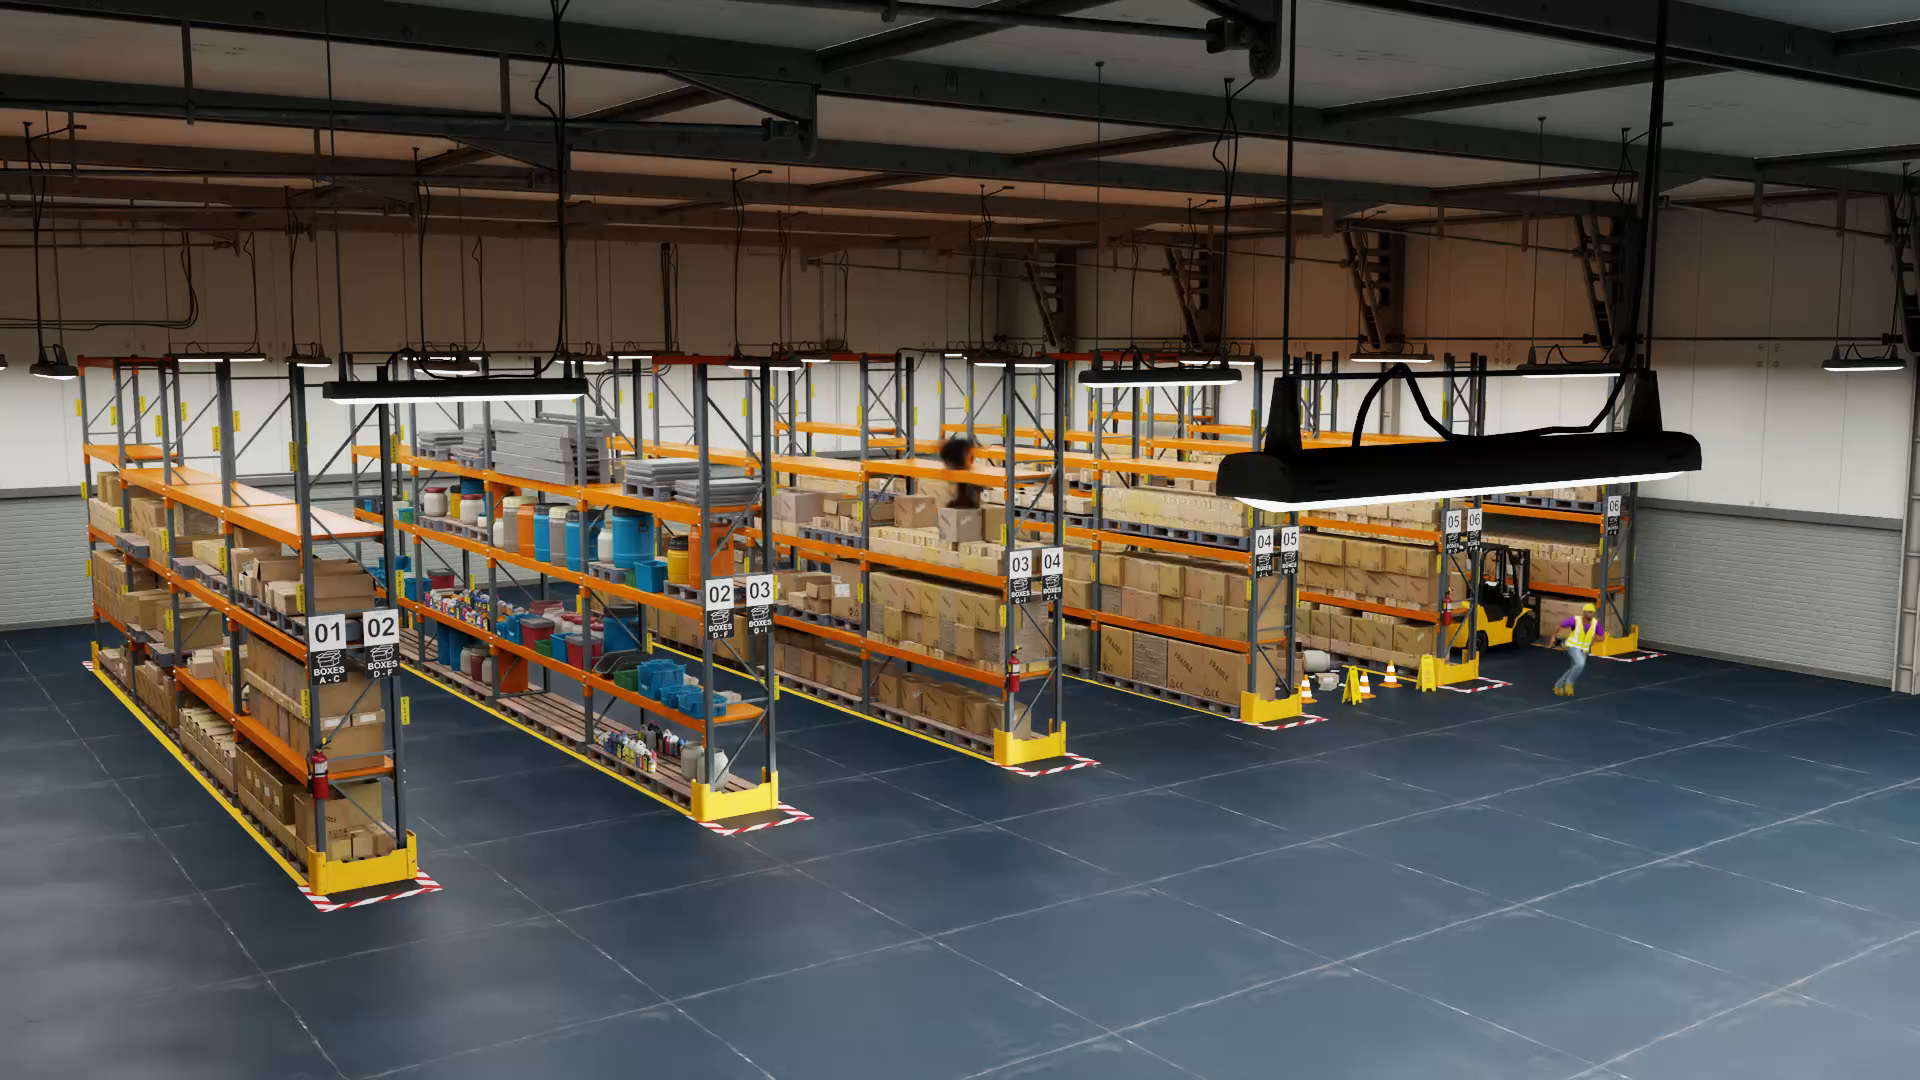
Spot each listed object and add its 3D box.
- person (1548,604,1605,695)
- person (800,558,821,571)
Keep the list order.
[{"bbox_3d":[10.988,1.943,29.555,0.864,1.652,0.699,-2,7,-18],"label":"person"},{"bbox_3d":[-3.928,0.184,43.536,0.641,1.847,0.860,3,7,22],"label":"person"}]
